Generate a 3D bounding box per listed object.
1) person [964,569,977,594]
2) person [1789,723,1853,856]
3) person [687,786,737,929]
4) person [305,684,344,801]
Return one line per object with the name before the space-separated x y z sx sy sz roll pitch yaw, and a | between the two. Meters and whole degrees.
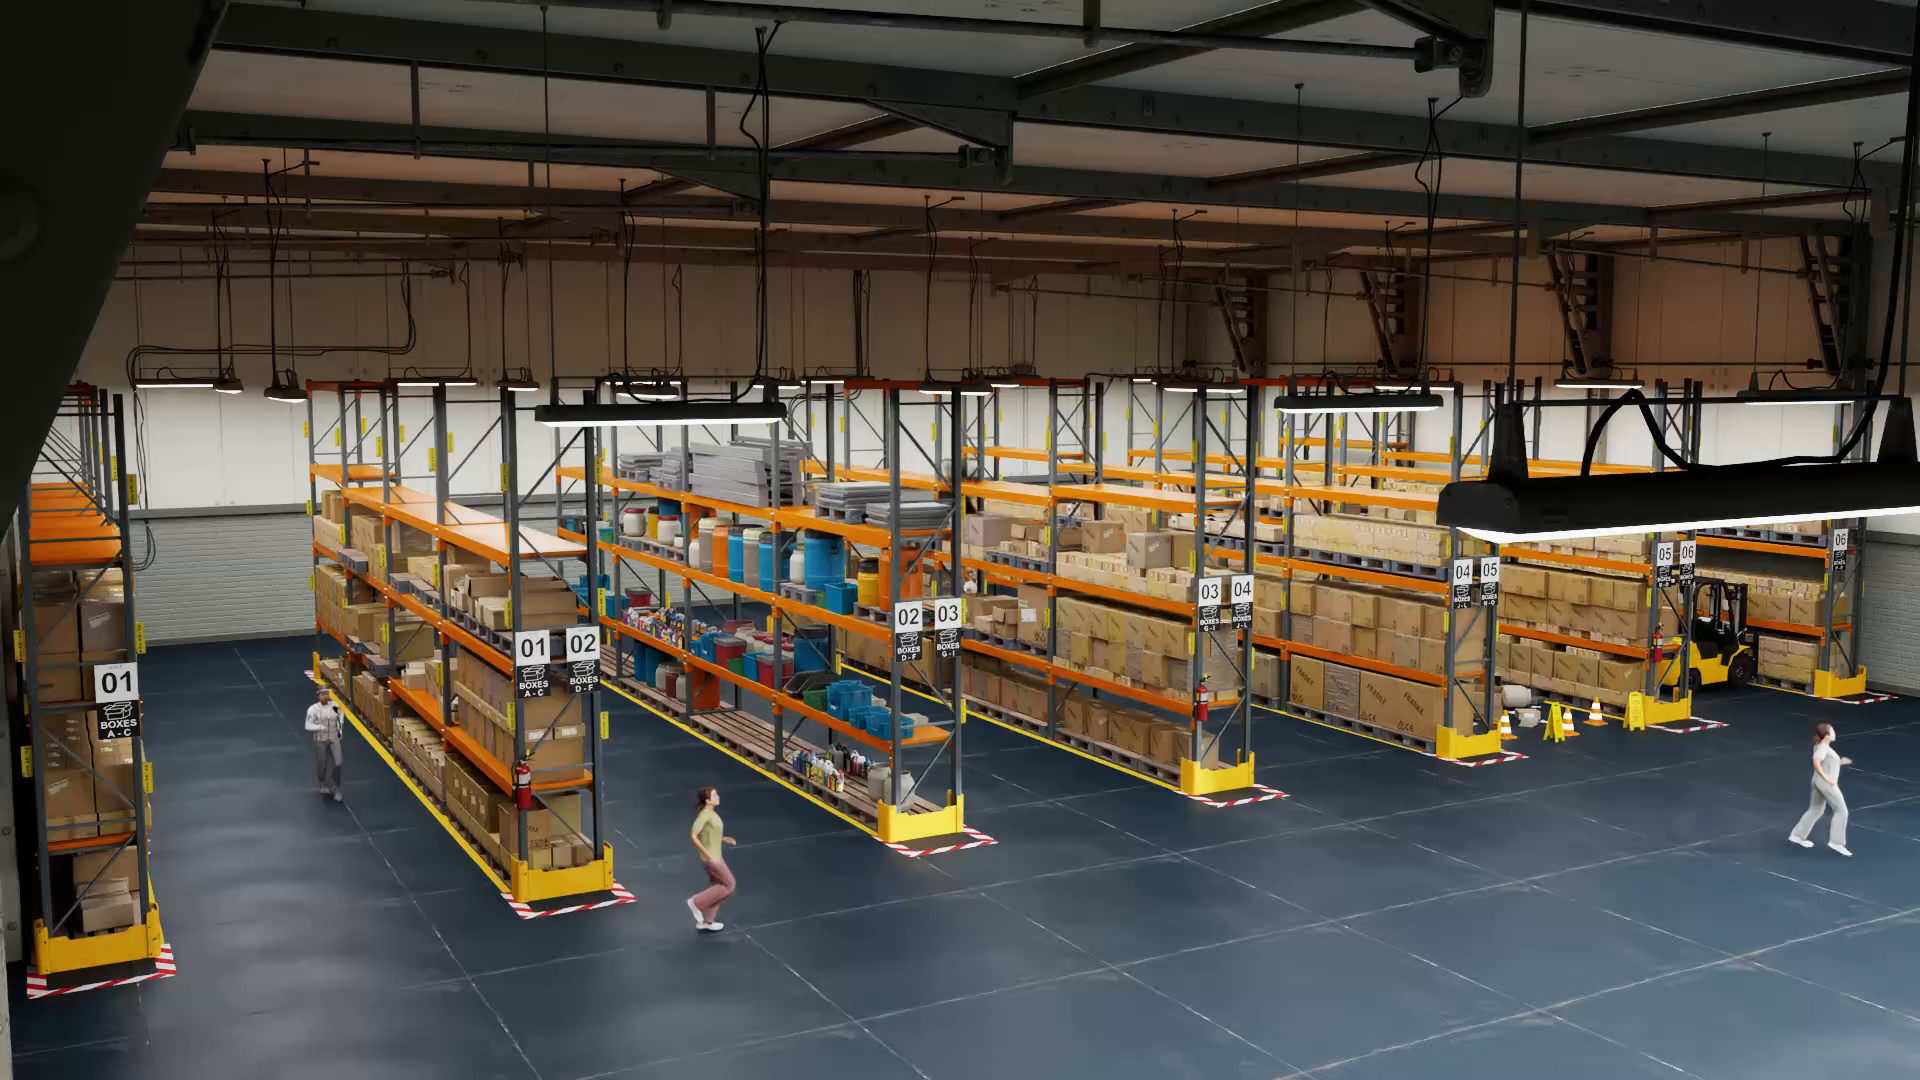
person | 0.294 1.501 37.573 0.628 1.722 0.822 -3 7 -29
person | 11.134 3.212 21.462 0.742 1.719 0.551 1 6 6
person | -2.775 3.553 18.599 0.547 1.630 0.578 -1 6 -5
person | -9.189 2.937 24.137 0.590 1.740 0.726 -4 7 -33
